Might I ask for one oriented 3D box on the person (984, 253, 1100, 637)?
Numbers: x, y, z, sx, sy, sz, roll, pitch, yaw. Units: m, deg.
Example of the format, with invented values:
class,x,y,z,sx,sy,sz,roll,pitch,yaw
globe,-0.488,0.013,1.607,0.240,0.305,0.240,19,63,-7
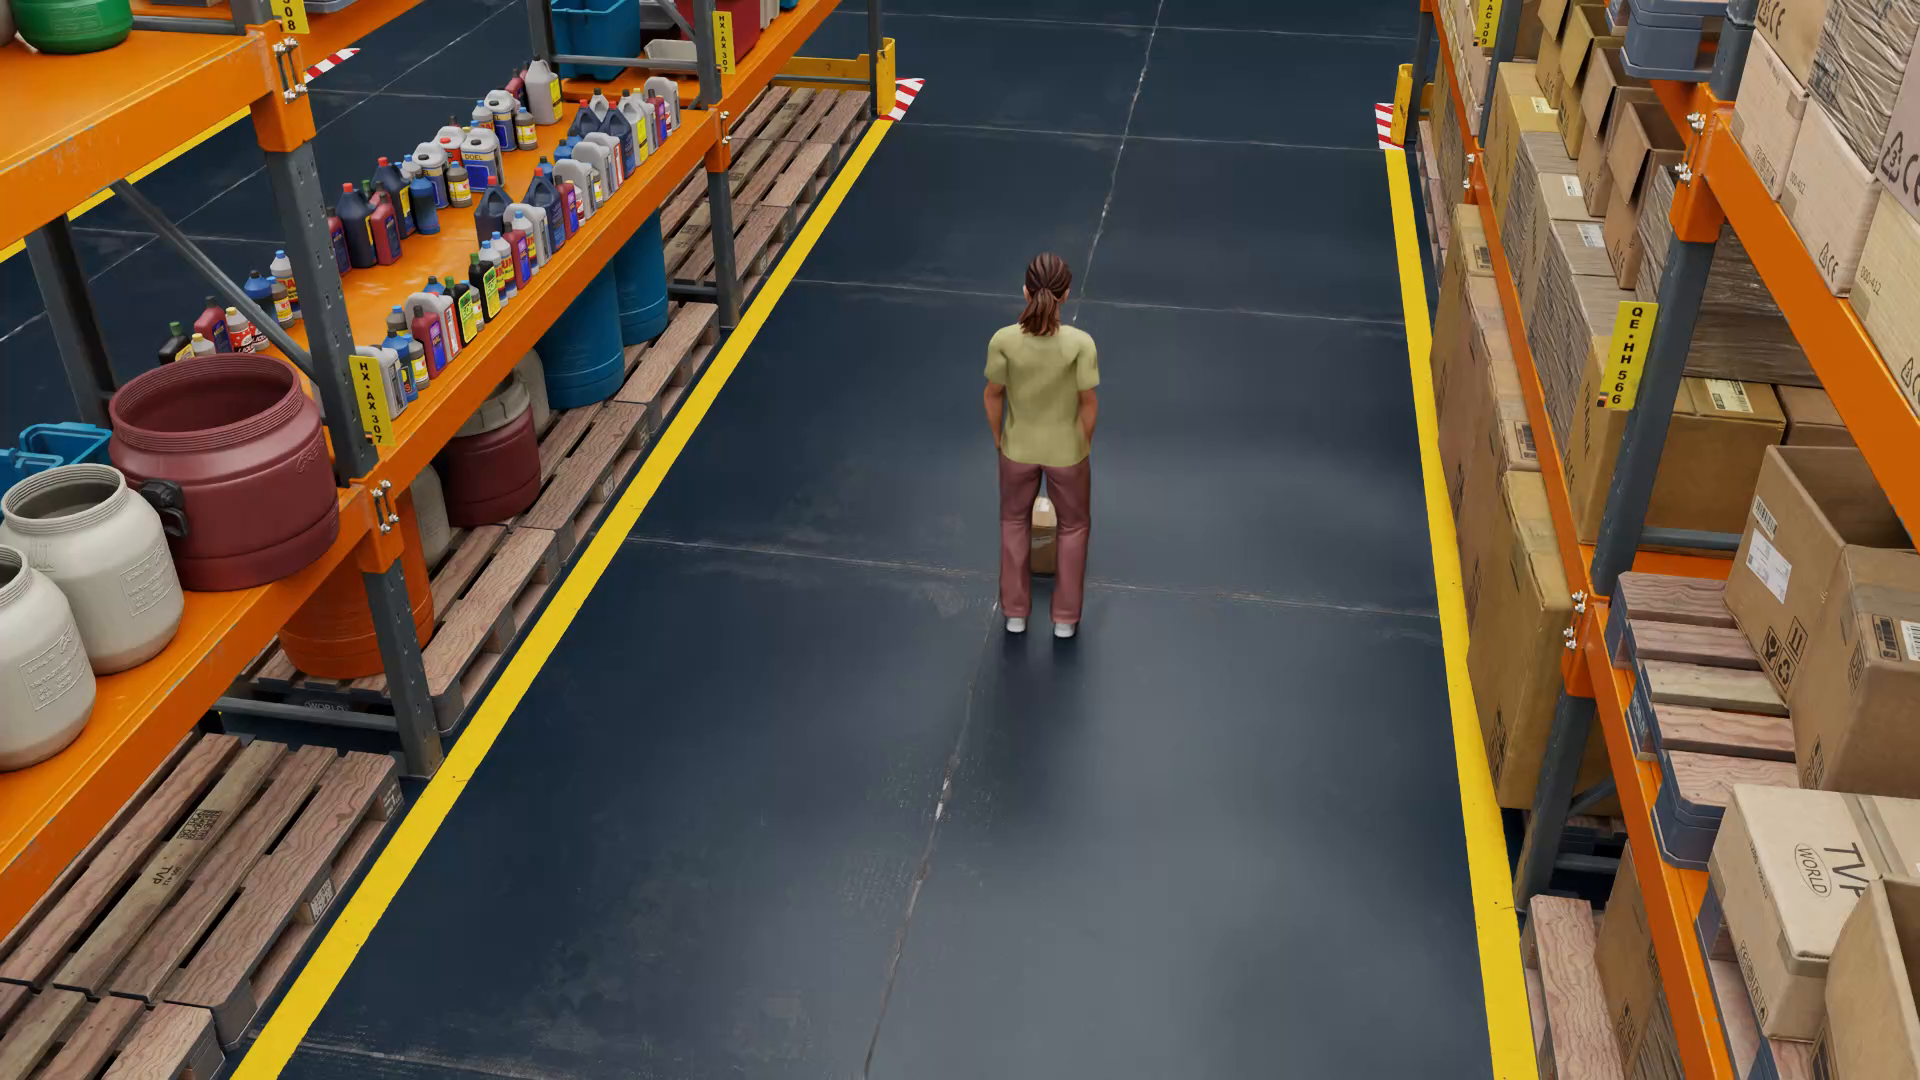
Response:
class,x,y,z,sx,sy,sz,roll,pitch,yaw
person,0.325,-0.358,6.731,0.460,1.652,0.347,6,33,9
